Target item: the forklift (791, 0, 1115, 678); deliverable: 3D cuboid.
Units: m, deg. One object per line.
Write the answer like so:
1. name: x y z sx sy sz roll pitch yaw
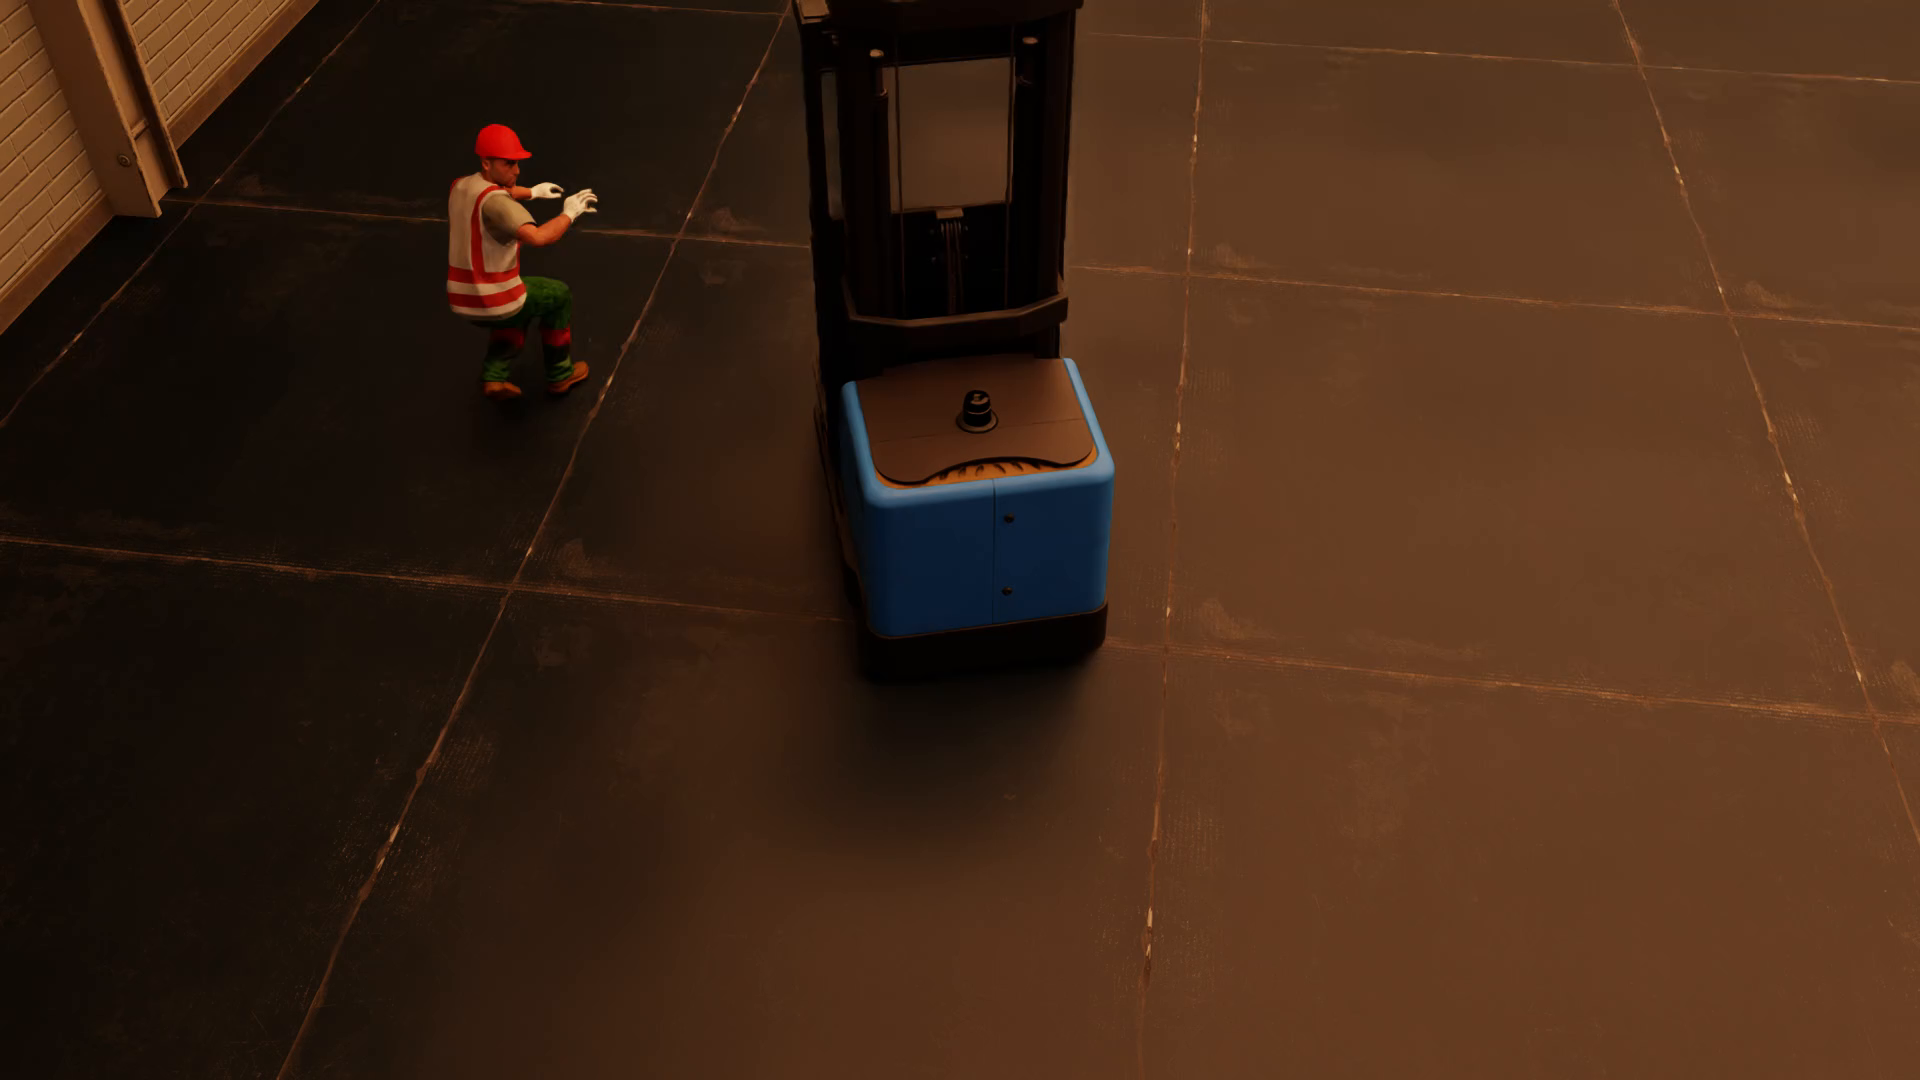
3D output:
1. forklift: -0.132 -1.494 7.351 1.130 2.935 3.031 -7 43 -8

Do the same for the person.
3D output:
1. person: -2.106 -1.412 8.329 0.782 1.478 1.011 20 46 21
